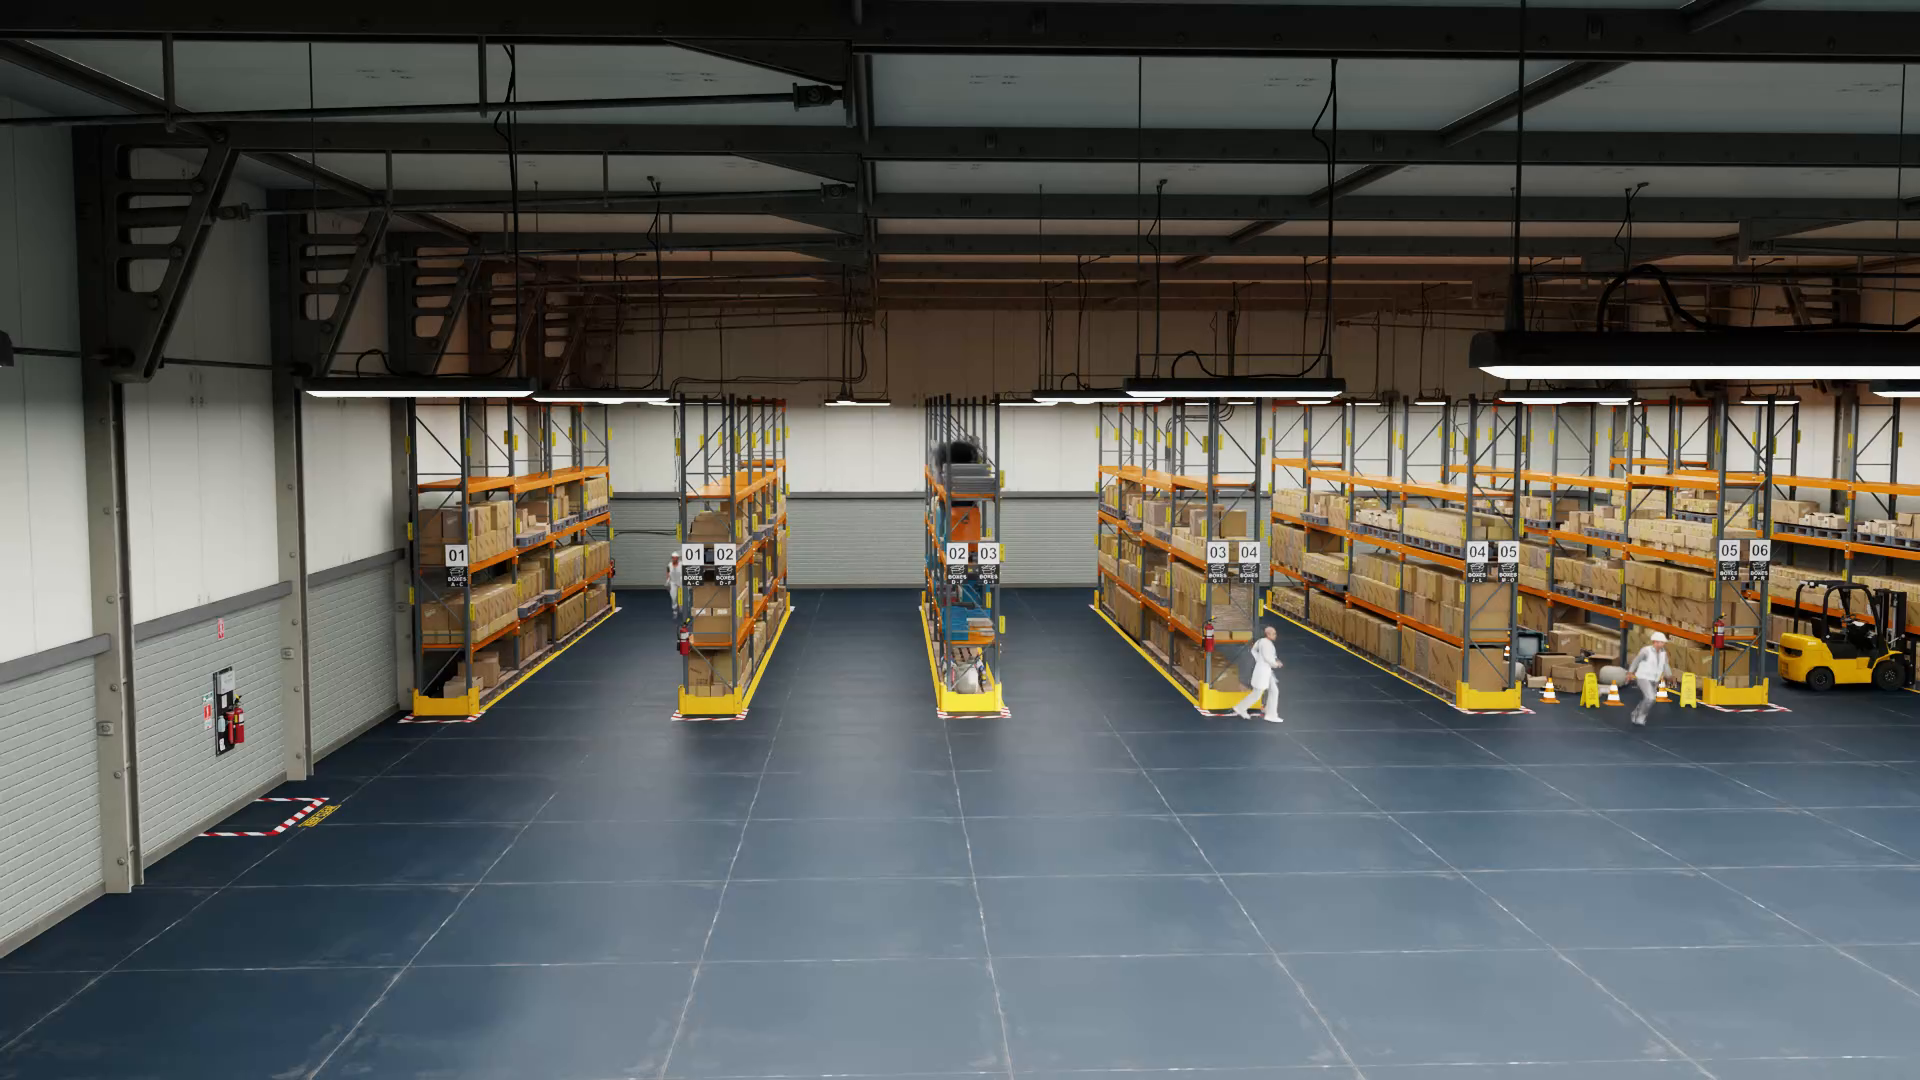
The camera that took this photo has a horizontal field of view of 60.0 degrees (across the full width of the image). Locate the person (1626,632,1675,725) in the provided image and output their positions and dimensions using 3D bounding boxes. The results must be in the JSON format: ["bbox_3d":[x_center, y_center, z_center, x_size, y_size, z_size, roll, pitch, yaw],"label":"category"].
[{"bbox_3d":[12.415,2.495,29.897,0.634,1.721,0.754,-2,5,-24],"label":"person"}]

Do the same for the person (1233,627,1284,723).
[{"bbox_3d":[5.459,2.449,30.252,0.877,1.756,0.667,1,5,17],"label":"person"}]

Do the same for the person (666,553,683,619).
[{"bbox_3d":[-7.729,1.240,45.592,0.657,1.802,0.822,0,5,5],"label":"person"}]
